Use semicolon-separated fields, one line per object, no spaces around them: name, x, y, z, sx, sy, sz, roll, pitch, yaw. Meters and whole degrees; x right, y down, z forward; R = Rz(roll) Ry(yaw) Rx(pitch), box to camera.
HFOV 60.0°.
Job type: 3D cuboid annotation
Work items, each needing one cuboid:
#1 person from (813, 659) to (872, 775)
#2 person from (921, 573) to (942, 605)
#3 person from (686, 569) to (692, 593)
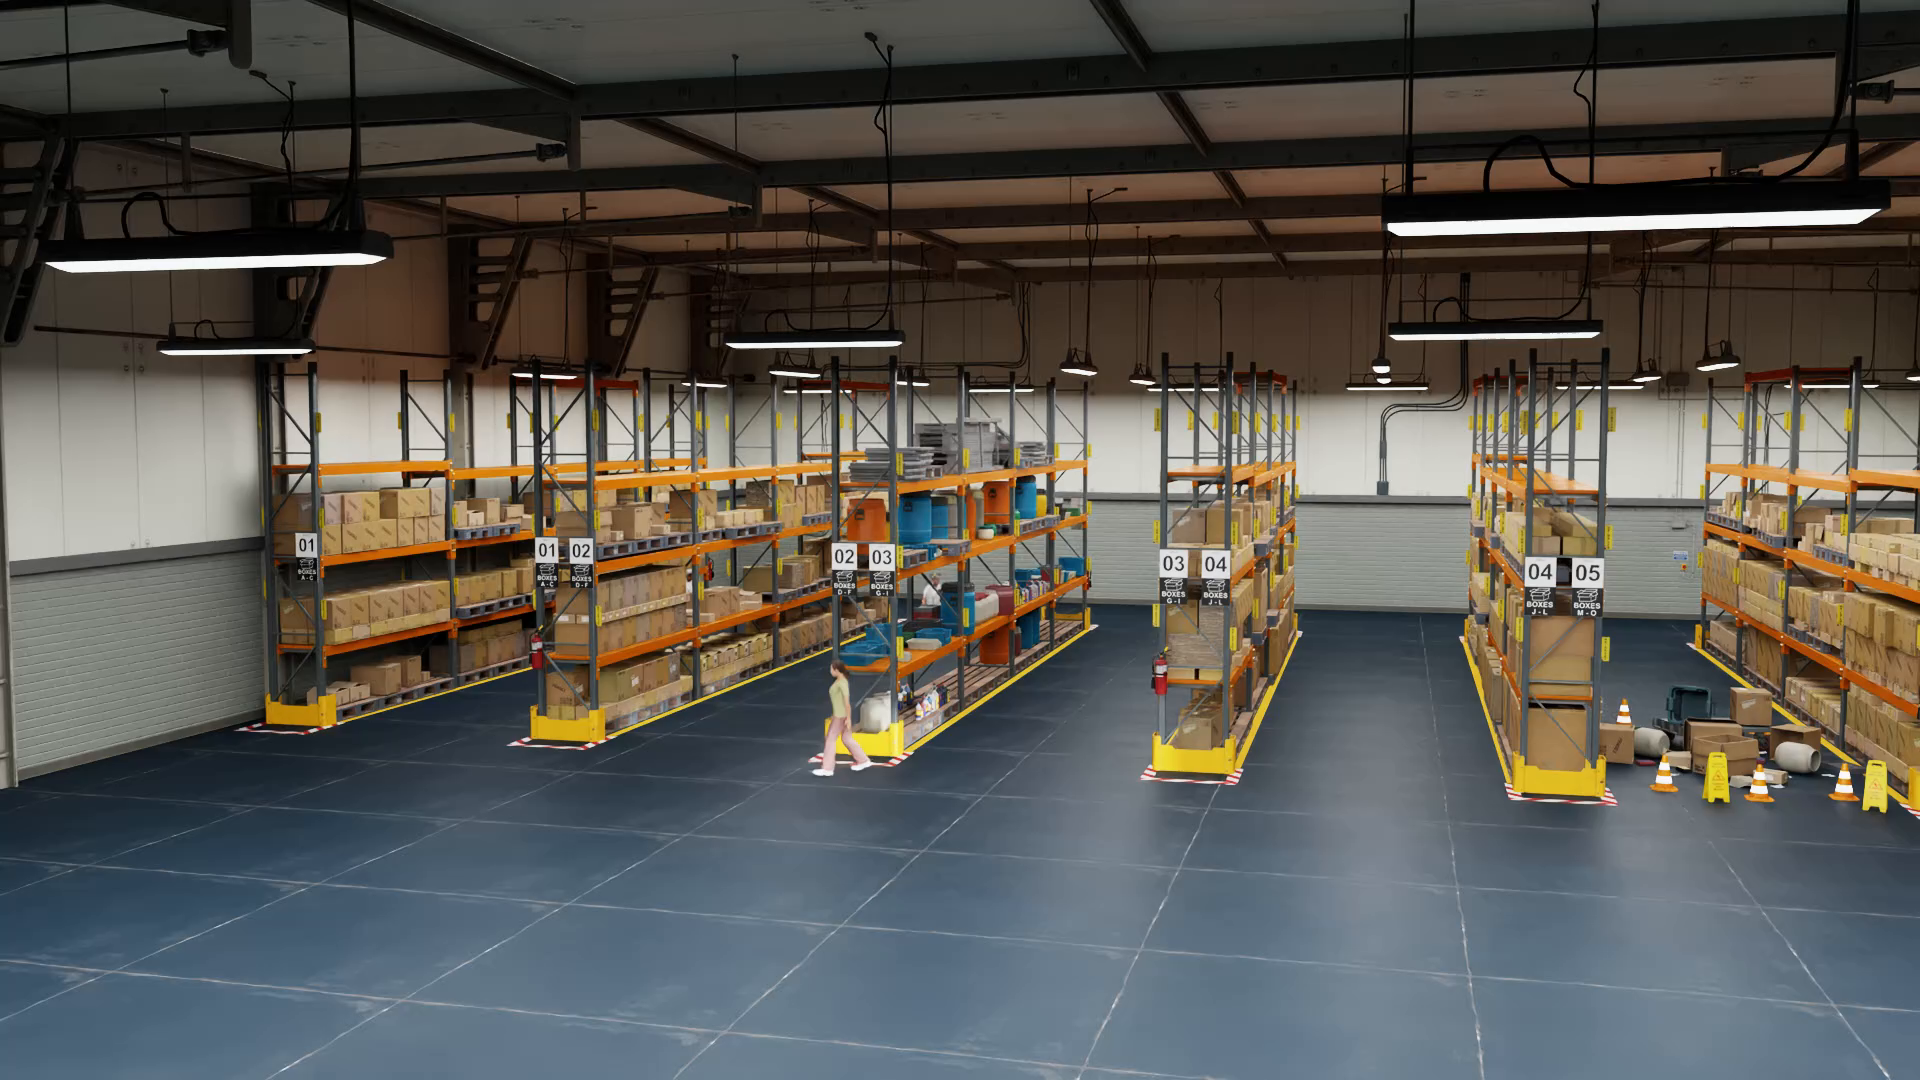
person;-1.683;2.515;23.718;0.859;1.643;0.477;-1;4;-8
person;-0.565;1.557;36.448;0.562;1.703;1.077;1;4;17
person;-6.282;1.472;38.607;0.512;1.596;1.069;0;4;-1
